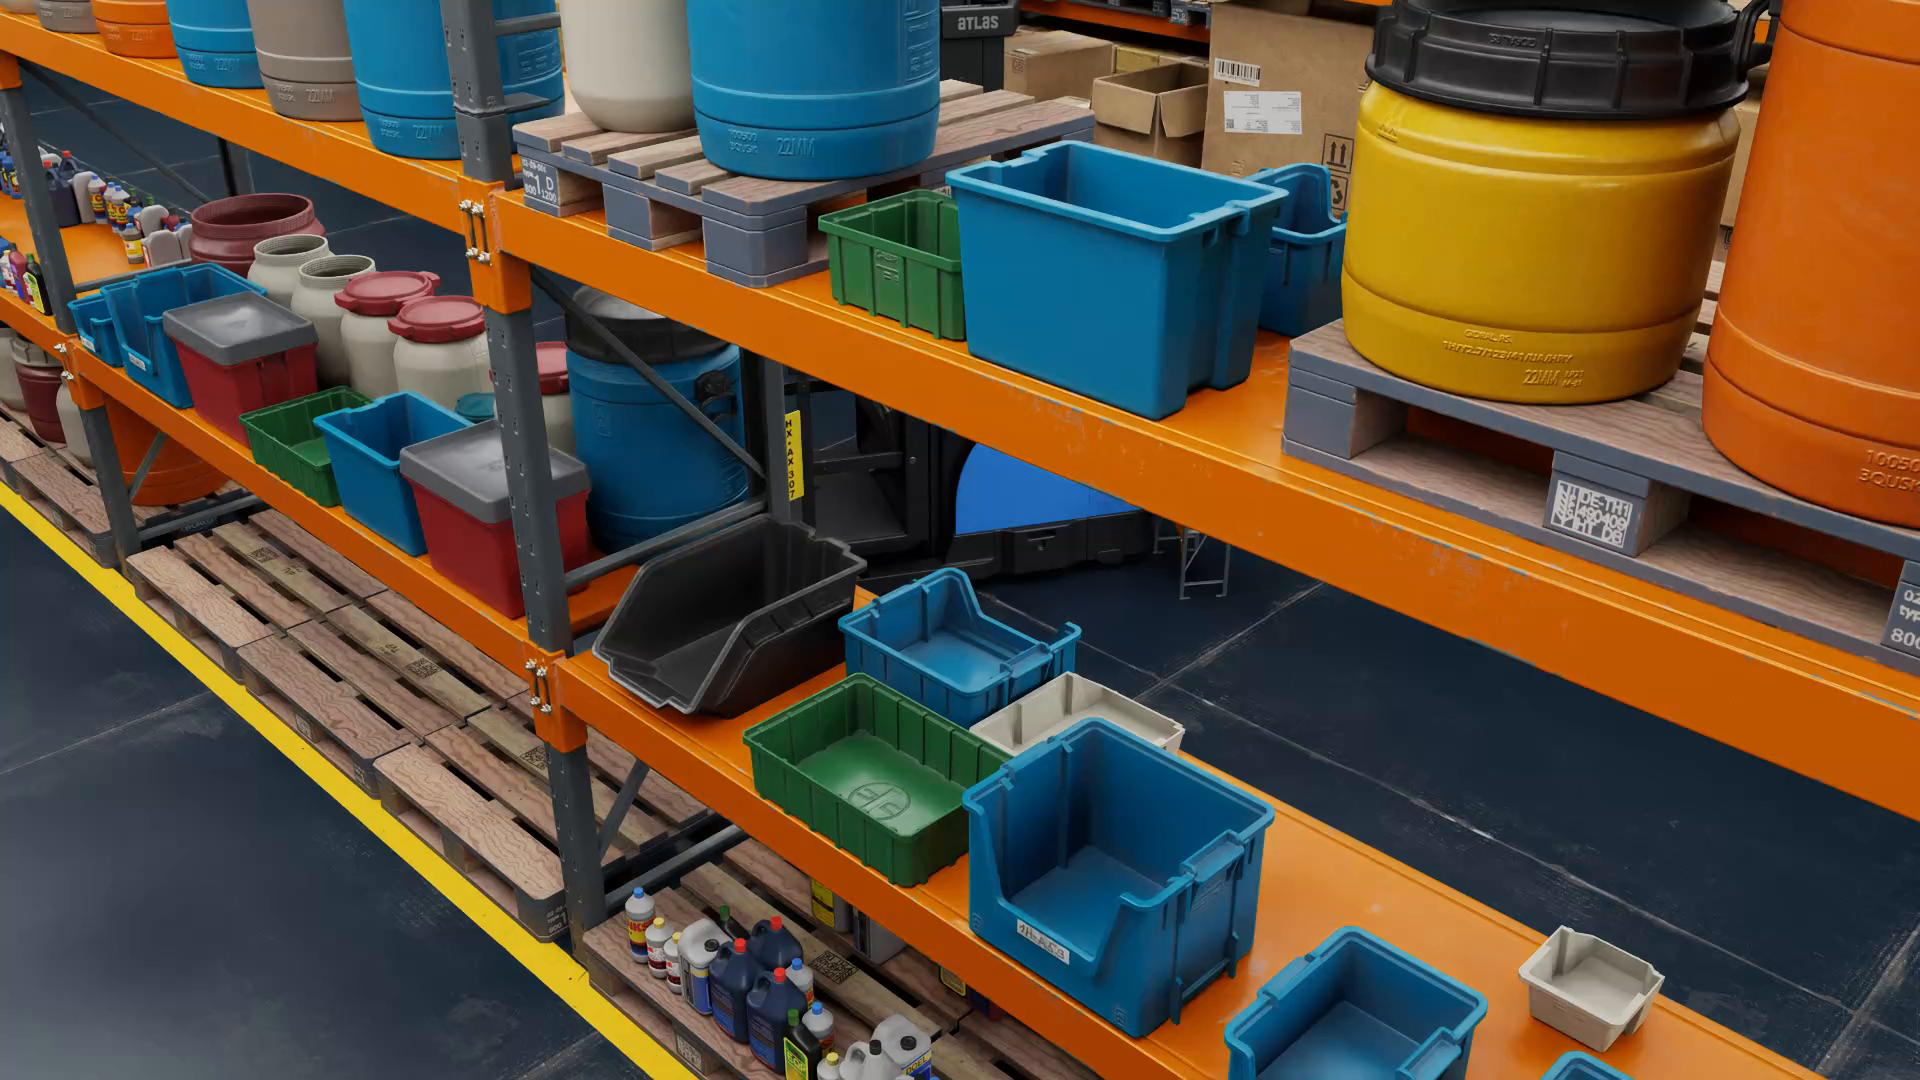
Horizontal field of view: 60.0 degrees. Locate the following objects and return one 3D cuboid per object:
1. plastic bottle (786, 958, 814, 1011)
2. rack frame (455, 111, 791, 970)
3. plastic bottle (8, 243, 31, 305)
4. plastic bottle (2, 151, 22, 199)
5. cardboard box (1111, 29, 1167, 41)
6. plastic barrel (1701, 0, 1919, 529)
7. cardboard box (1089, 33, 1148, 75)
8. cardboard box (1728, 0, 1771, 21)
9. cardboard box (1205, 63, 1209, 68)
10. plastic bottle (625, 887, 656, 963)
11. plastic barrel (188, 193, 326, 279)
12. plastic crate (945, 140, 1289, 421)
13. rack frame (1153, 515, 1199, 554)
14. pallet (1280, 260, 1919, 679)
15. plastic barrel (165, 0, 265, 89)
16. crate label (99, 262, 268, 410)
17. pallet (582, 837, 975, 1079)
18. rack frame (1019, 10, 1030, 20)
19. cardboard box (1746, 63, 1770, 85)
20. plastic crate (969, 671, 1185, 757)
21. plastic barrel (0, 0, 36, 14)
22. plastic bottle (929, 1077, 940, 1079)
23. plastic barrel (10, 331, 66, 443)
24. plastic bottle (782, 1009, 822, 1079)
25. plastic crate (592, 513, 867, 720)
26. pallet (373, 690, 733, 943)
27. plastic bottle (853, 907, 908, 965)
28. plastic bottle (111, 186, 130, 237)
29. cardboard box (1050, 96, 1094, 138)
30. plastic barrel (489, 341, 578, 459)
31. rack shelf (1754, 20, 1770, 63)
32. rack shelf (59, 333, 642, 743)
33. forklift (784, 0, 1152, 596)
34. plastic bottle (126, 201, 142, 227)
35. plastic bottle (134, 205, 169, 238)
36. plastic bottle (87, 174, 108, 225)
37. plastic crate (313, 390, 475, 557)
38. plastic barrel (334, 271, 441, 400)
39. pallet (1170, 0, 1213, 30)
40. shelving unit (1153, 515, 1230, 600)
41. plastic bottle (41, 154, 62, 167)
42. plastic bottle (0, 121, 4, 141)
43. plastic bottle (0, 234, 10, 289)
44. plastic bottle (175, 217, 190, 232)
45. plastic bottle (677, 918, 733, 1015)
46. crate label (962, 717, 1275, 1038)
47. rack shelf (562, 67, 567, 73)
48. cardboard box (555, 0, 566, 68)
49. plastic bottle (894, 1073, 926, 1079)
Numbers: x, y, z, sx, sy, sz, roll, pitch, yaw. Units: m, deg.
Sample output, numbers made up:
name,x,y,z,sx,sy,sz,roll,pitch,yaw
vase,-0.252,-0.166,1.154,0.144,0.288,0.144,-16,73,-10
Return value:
name,x,y,z,sx,sy,sz,roll,pitch,yaw
plastic bottle,-0.510,1.436,5.255,0.097,0.271,0.097,0,28,0
rack frame,-0.982,0.015,5.499,0.127,3.000,1.000,25,36,38
plastic bottle,-4.587,-1.305,8.133,0.133,0.283,0.061,25,36,38
plastic bottle,-5.537,-2.142,9.739,0.097,0.271,0.097,0,28,0
cardboard box,1.787,-4.765,16.018,0.500,0.250,0.500,23,35,36
plastic barrel,1.434,-0.500,2.343,0.708,0.830,0.600,25,36,38
cardboard box,1.419,-4.594,15.693,0.500,0.250,0.500,-24,36,-37
cardboard box,3.359,-2.322,6.881,0.500,0.250,0.500,23,35,36
cardboard box,2.516,-4.095,14.743,0.500,0.250,0.500,24,36,37
plastic bottle,-1.063,1.277,5.557,0.097,0.271,0.097,0,28,0
plastic barrel,-3.291,-1.300,7.853,0.708,0.536,0.600,25,36,38
plastic crate,0.299,-0.523,3.316,0.575,0.384,0.392,25,36,38
rack frame,1.119,-0.471,8.357,0.240,1.200,0.015,-4,28,-8
pallet,1.348,-0.227,2.938,1.213,0.211,1.003,25,36,38
plastic barrel,-2.430,-2.056,5.675,0.708,0.901,0.600,25,36,38
crate label,-3.316,-0.892,7.186,0.616,0.435,0.502,25,36,38
pallet,-0.533,1.482,5.705,1.213,0.211,1.003,25,36,38
rack frame,0.335,-5.852,16.657,0.127,3.000,1.000,25,36,38
cardboard box,3.717,-1.866,7.574,0.500,0.500,0.500,25,36,38
plastic crate,0.353,0.577,4.713,0.437,0.136,0.530,25,36,38
plastic barrel,-3.828,-2.465,6.871,0.421,0.512,0.421,0,28,0
plastic bottle,-0.074,1.666,4.892,0.097,0.201,0.097,0,28,0
plastic barrel,-5.001,-0.932,9.438,0.708,0.588,0.600,25,36,38
plastic bottle,-0.475,1.553,5.020,0.061,0.283,0.133,-23,36,-37
plastic crate,-0.698,0.255,5.108,0.504,0.338,0.767,25,36,38
pallet,-1.570,1.005,6.611,1.213,0.211,1.003,25,36,38
plastic bottle,-0.270,1.260,5.585,0.135,0.276,0.152,25,36,38
plastic bottle,-4.570,-1.799,9.086,0.097,0.271,0.097,0,28,0
cardboard box,0.672,-2.431,9.859,0.500,0.250,0.500,23,36,37
plastic barrel,-1.511,-0.430,6.200,0.433,0.535,0.433,0,28,0
rack shelf,3.916,-1.986,6.853,4.000,0.370,1.077,25,36,38
rack shelf,-2.409,-0.320,6.908,4.000,0.370,1.077,25,36,38
forklift,-0.598,-1.217,7.915,3.031,2.935,1.130,-8,29,-14
plastic bottle,-4.353,-1.660,8.822,0.097,0.271,0.097,0,28,0
plastic bottle,-4.247,-1.635,8.770,0.135,0.276,0.152,25,36,38
plastic bottle,-4.804,-1.906,9.290,0.097,0.271,0.097,0,28,0
plastic crate,-1.987,-0.235,5.991,0.575,0.384,0.392,25,36,38
plastic barrel,-2.343,-0.811,6.923,0.433,0.535,0.433,0,28,0
pallet,2.604,-4.660,14.595,1.003,0.211,1.213,25,36,38
shelving unit,1.158,-0.359,8.144,0.258,1.200,0.503,-4,28,-8
plastic bottle,-5.298,-2.116,9.685,0.135,0.276,0.152,25,36,38
plastic bottle,-5.802,-2.383,10.111,0.185,0.351,0.144,25,36,38
plastic bottle,-4.795,-1.407,8.340,0.097,0.271,0.097,0,28,0
plastic bottle,-3.980,-1.529,8.573,0.097,0.271,0.097,0,28,0
plastic bottle,-0.813,1.371,5.373,0.152,0.276,0.135,-24,36,-37
crate label,0.368,0.793,3.980,0.616,0.435,0.502,25,36,38
rack shelf,-1.788,-3.268,12.516,4.000,0.370,1.077,25,36,38
cardboard box,-3.062,-4.051,13.123,0.500,0.500,0.500,25,37,39
plastic bottle,-0.127,1.654,4.754,0.144,0.351,0.185,-24,36,-37
